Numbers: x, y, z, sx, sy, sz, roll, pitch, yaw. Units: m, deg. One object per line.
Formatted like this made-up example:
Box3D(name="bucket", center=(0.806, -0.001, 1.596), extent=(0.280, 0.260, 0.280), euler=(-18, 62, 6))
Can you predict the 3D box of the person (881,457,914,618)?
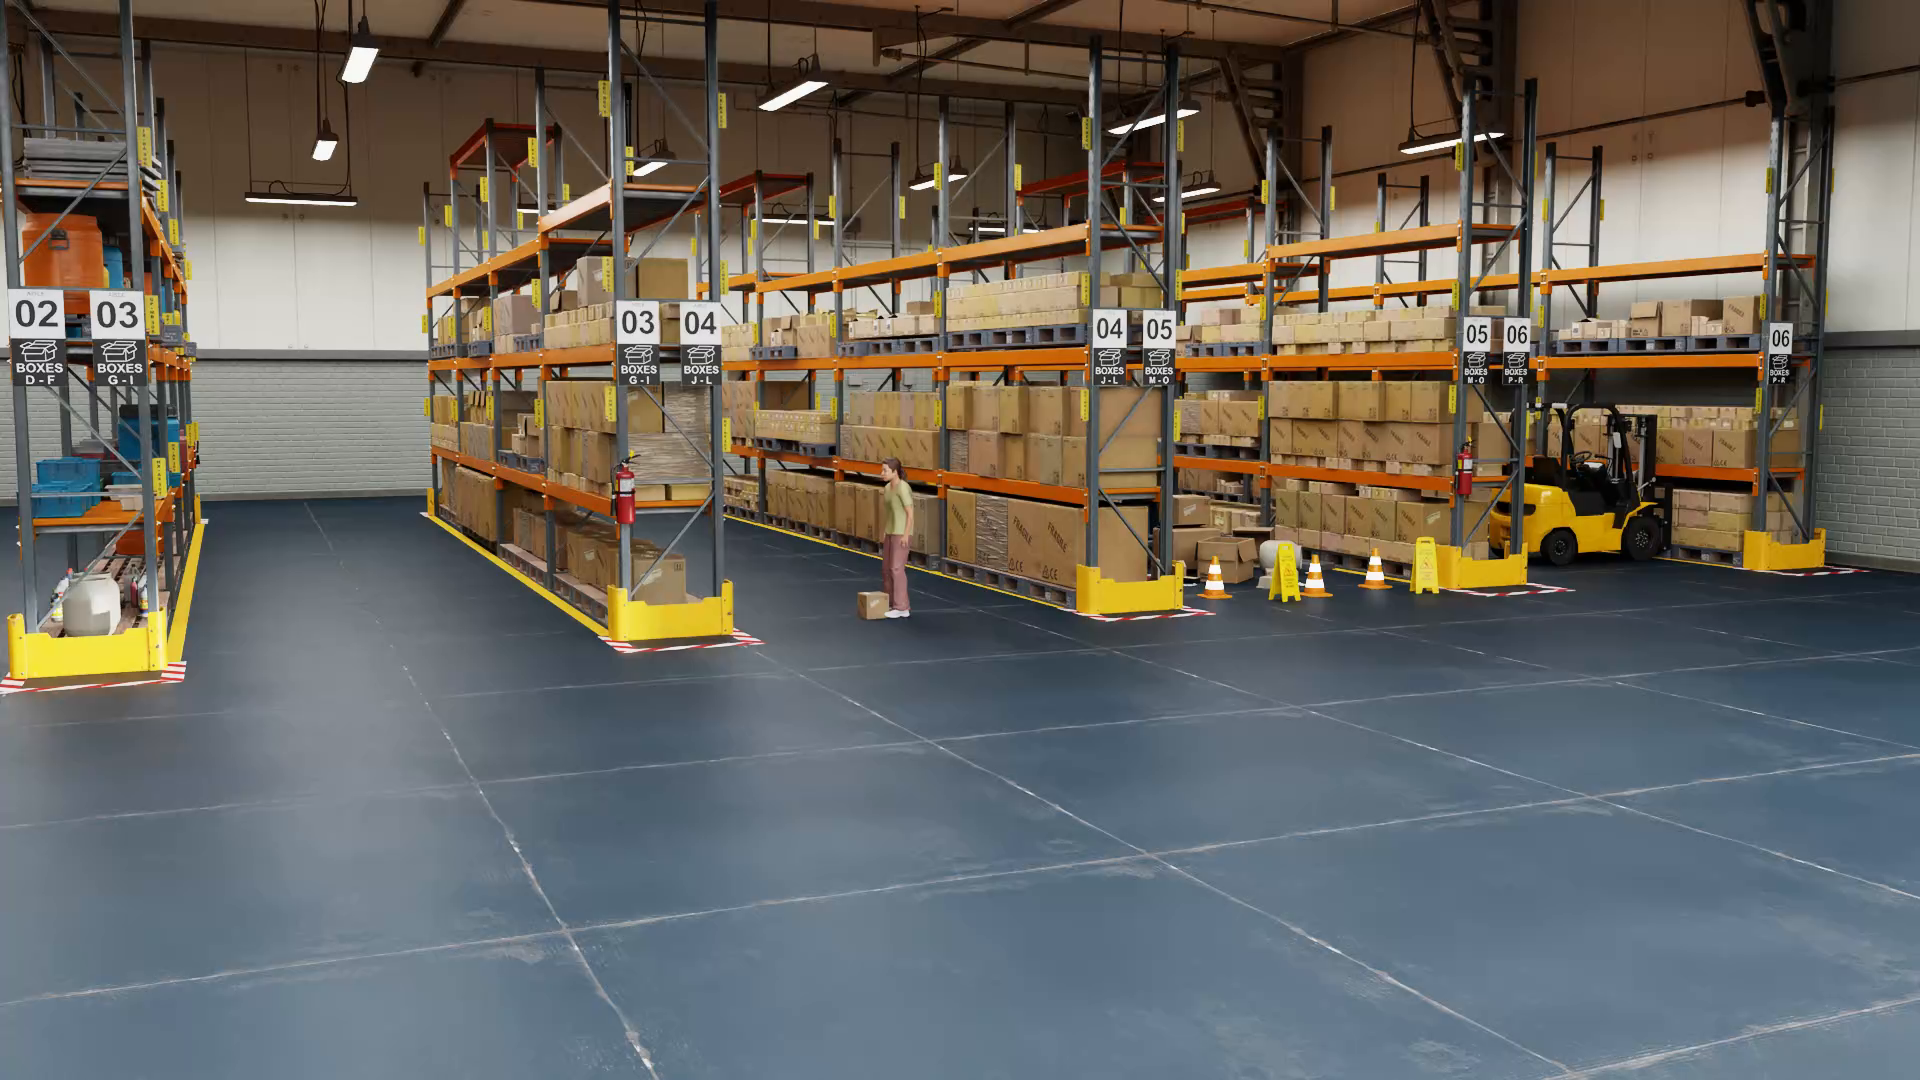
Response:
Box3D(name="person", center=(-0.680, -0.037, 17.353), extent=(0.368, 1.671, 0.520), euler=(-3, 6, -27))
